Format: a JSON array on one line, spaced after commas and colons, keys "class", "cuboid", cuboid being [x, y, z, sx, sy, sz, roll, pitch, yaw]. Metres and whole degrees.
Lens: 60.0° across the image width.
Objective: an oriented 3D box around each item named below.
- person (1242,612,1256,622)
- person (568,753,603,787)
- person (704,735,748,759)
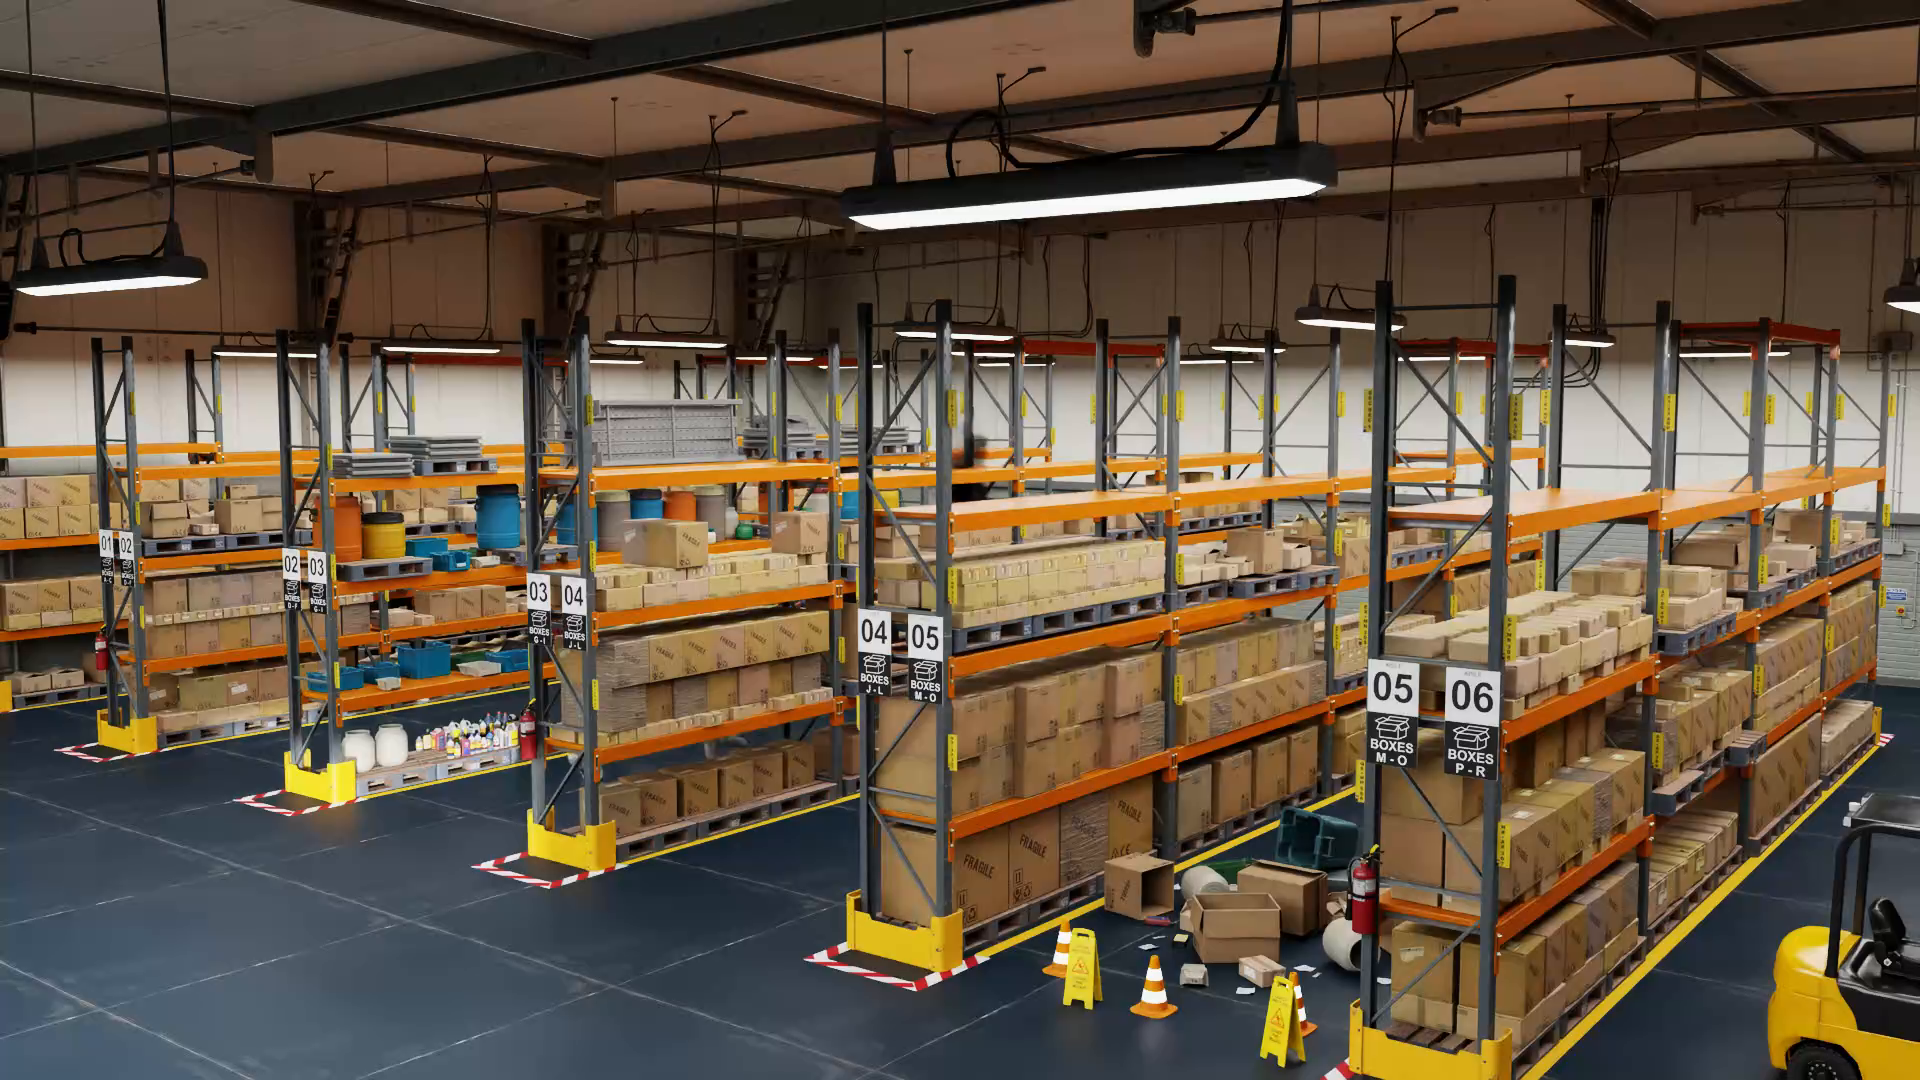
[{"class": "person", "cuboid": [4.696, 1.951, 27.103, 0.614, 1.671, 0.862, 3, 6, 31]}, {"class": "person", "cuboid": [-4.776, 2.437, 21.270, 0.646, 1.744, 0.598, 1, 5, 16]}, {"class": "person", "cuboid": [-3.257, 2.328, 22.699, 0.700, 1.762, 0.881, 3, 6, 30]}]
